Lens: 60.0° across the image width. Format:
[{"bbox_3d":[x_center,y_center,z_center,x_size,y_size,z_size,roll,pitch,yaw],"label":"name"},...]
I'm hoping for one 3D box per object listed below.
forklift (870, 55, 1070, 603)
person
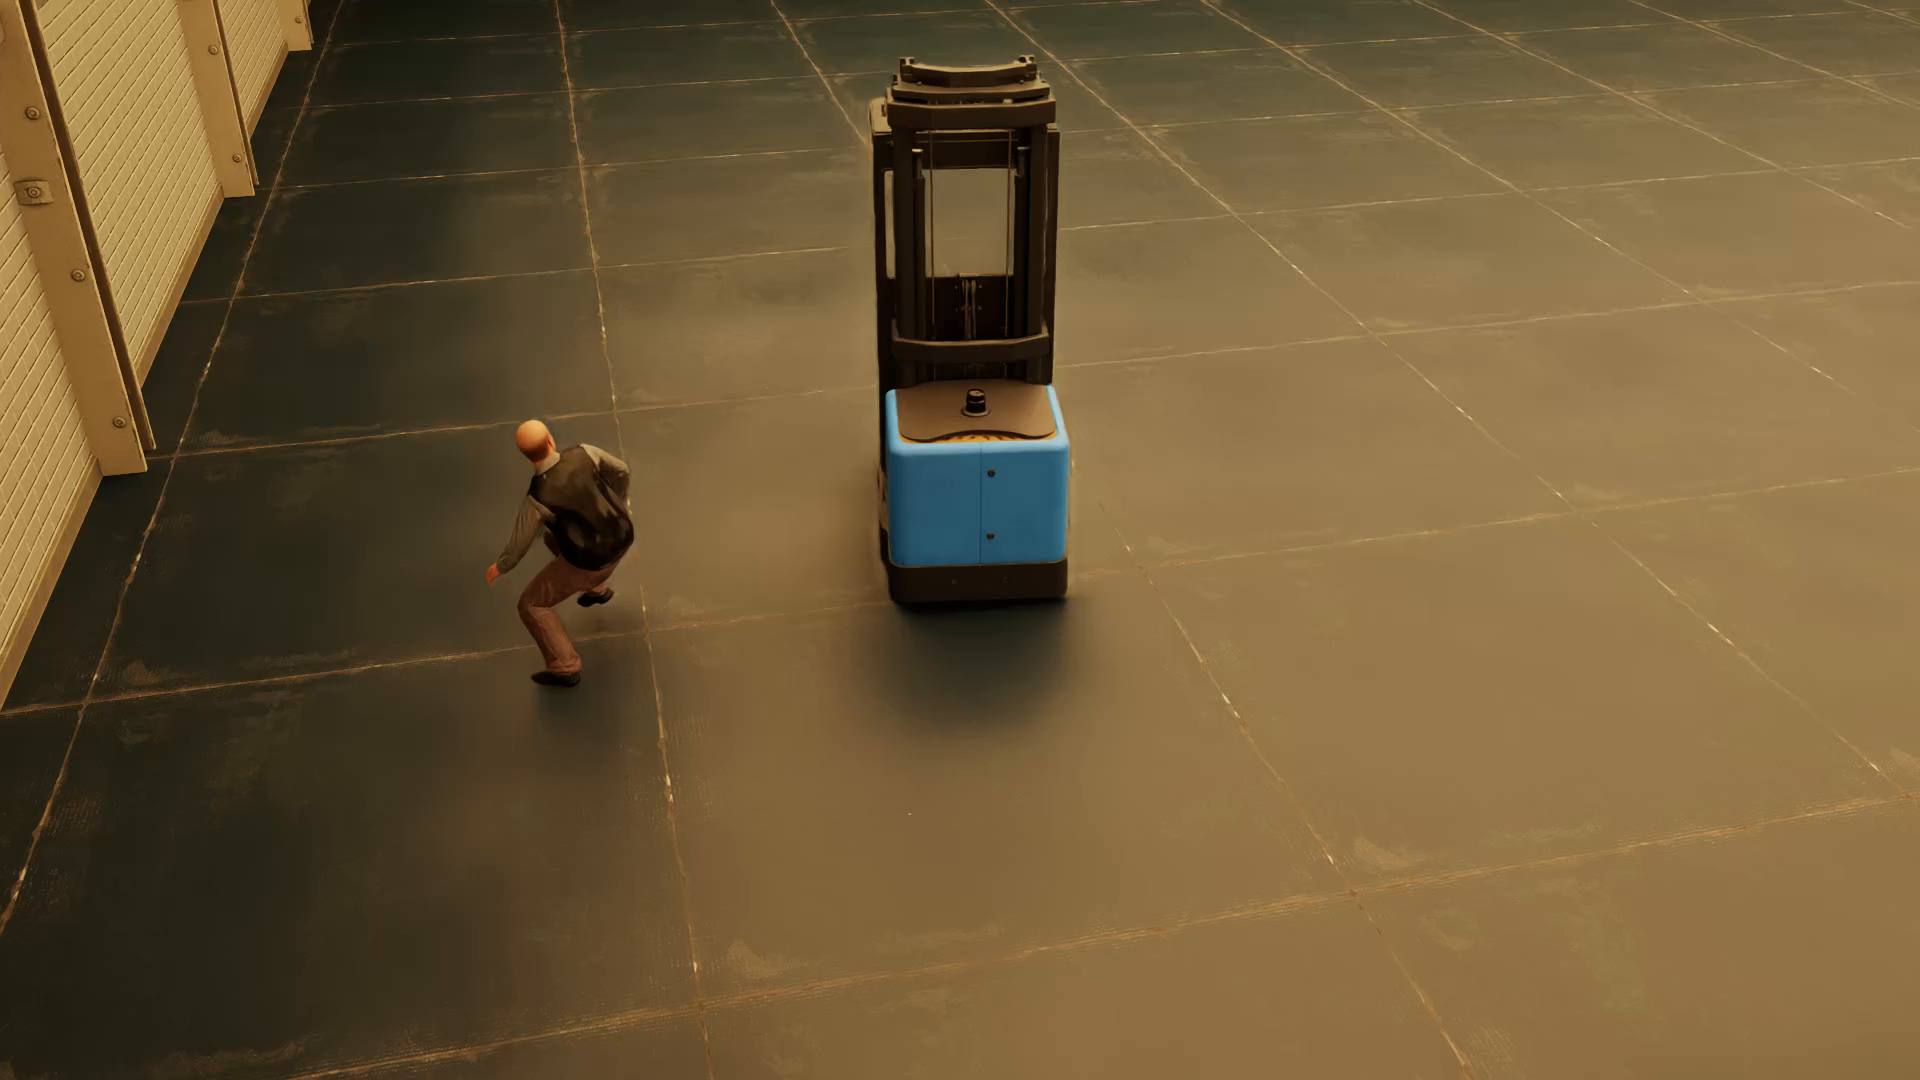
[{"bbox_3d":[0.018,-1.610,10.356,1.130,2.935,3.031,-2,30,-3],"label":"forklift"},{"bbox_3d":[-2.151,0.003,9.075,0.668,1.496,0.775,13,32,21],"label":"person"}]
